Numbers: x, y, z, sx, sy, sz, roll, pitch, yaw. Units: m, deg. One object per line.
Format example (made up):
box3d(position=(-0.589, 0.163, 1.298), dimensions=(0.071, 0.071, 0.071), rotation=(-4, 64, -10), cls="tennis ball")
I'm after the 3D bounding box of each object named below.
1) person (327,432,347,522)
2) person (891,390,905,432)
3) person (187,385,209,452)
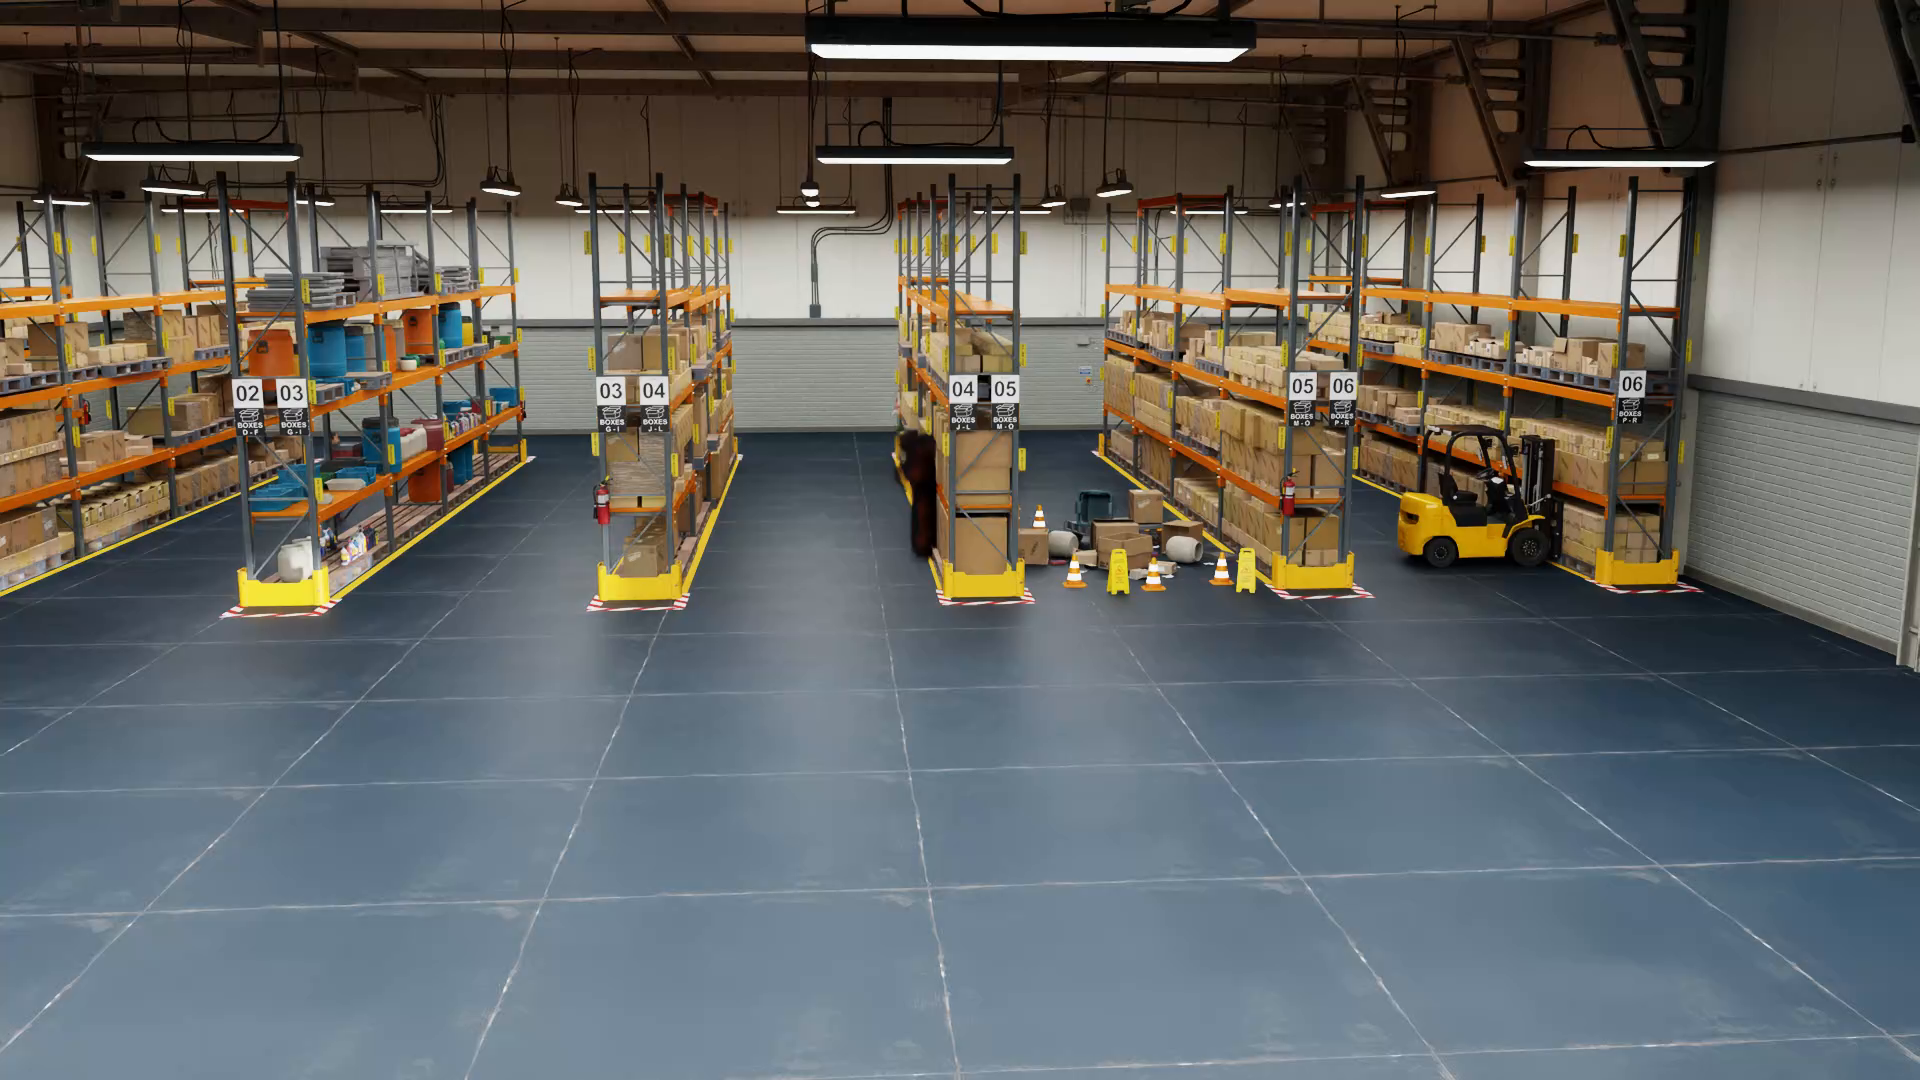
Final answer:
box3d(position=(-11.516, -1.158, 30.614), dimensions=(0.393, 1.687, 0.579), rotation=(-7, 12, -35), cls="person")
box3d(position=(-1.397, -3.107, 41.077), dimensions=(0.525, 1.794, 0.498), rotation=(-5, 11, -27), cls="person")
box3d(position=(-18.739, -2.942, 40.522), dimensions=(1.006, 1.680, 0.581), rotation=(3, 11, 18), cls="person")
